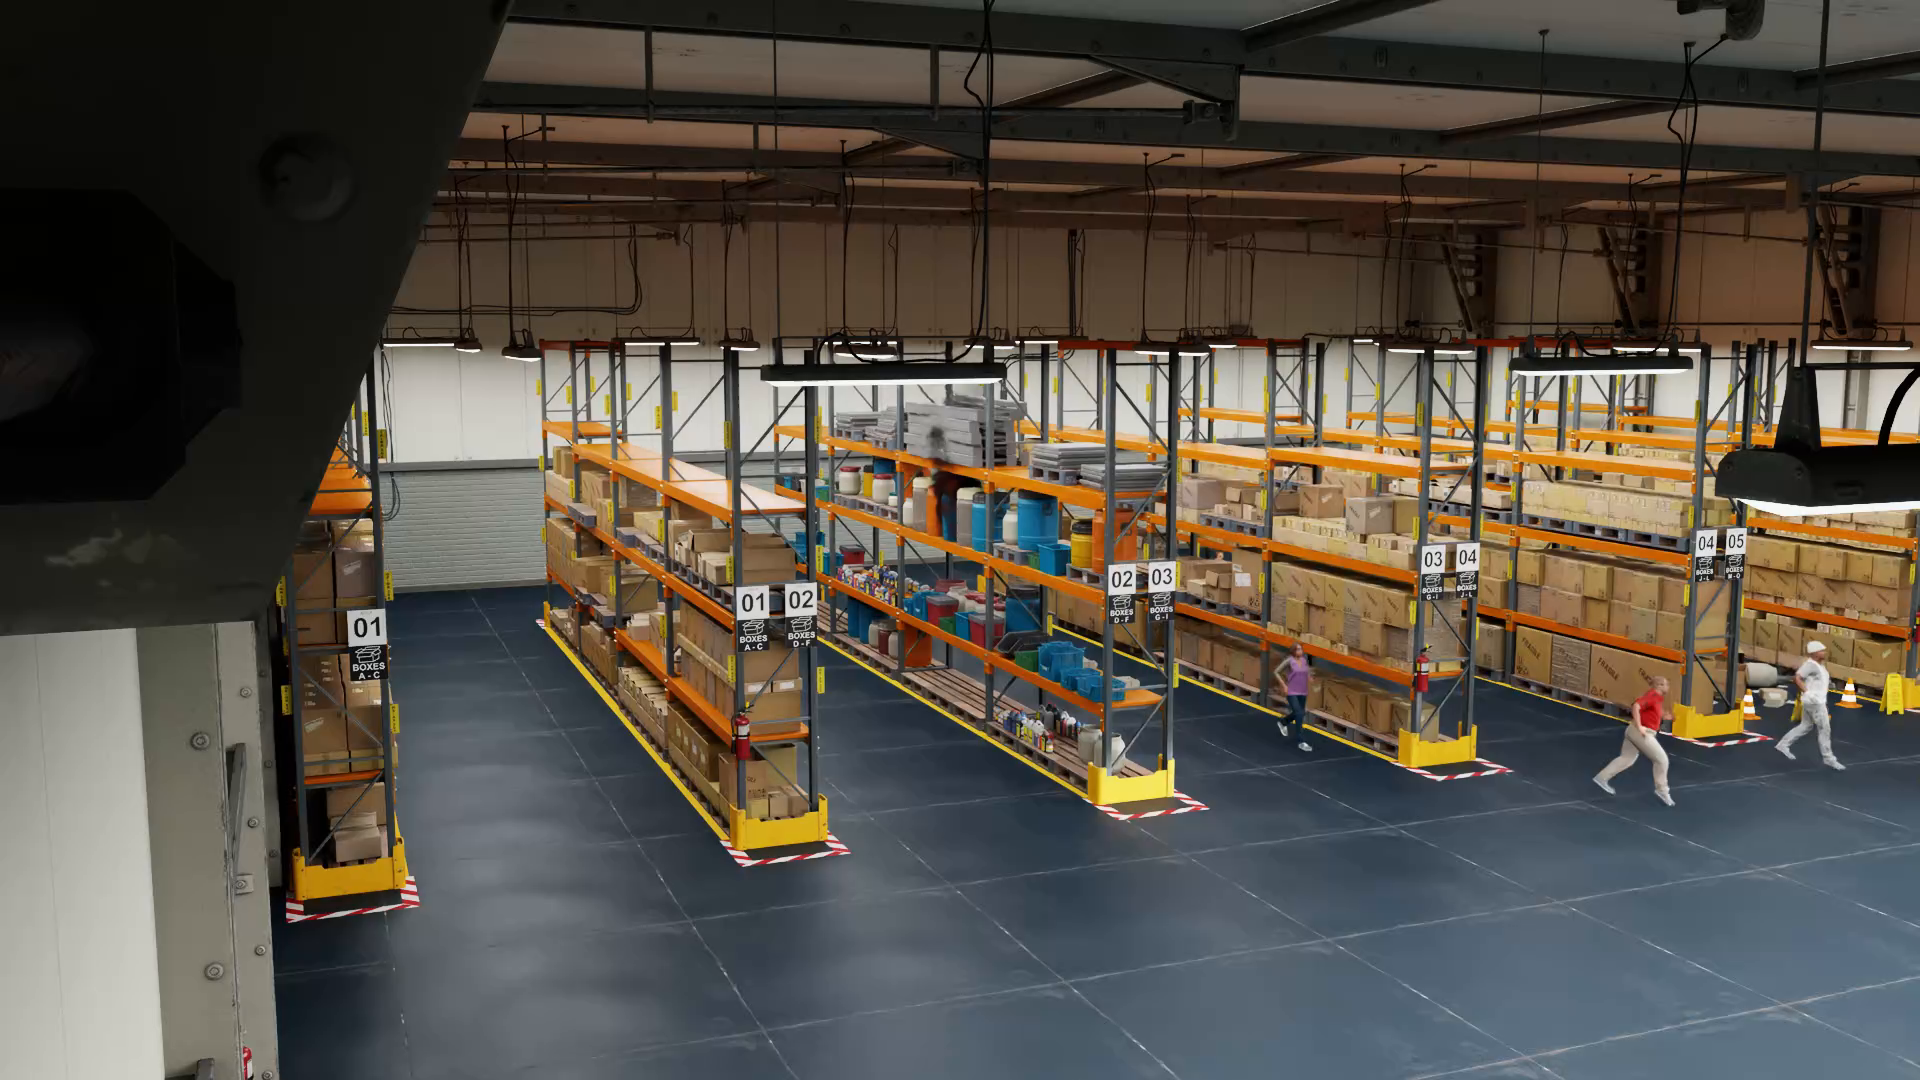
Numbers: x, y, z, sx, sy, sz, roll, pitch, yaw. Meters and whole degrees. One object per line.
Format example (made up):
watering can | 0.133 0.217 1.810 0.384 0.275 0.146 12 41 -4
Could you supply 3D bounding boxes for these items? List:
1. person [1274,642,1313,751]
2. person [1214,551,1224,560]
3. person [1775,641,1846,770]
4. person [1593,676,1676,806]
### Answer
person | 5.013 2.304 24.878 0.543 1.576 0.866 -4 8 -28
person | 5.388 1.028 34.650 0.610 1.630 0.569 -3 8 -24
person | 12.253 2.338 23.869 0.918 1.799 0.725 3 8 23
person | 8.976 2.648 22.054 1.037 1.751 0.660 1 8 10
